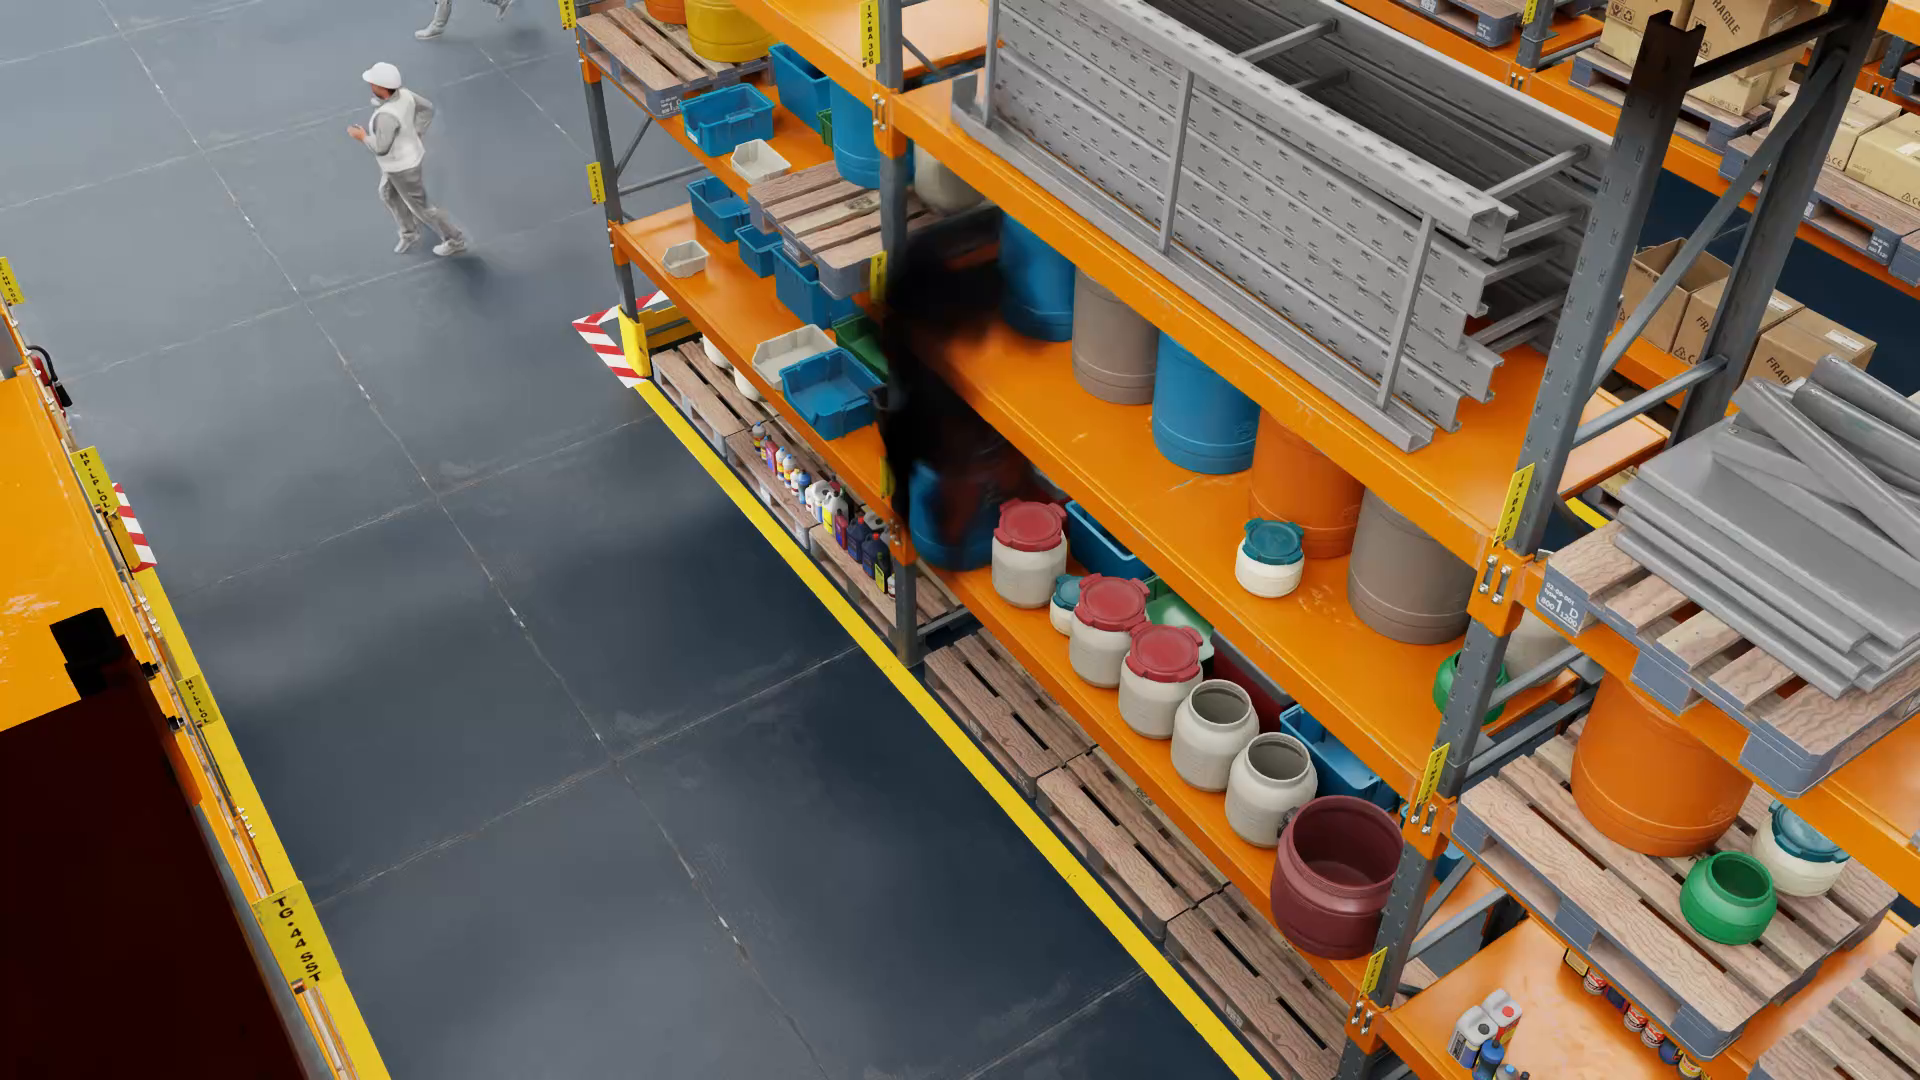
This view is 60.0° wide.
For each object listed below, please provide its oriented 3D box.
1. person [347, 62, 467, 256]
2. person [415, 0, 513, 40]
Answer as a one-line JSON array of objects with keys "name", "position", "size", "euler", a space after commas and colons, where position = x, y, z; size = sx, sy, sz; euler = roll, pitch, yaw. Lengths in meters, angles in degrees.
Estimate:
[{"name": "person", "position": [-4.626, -3.124, 13.854], "size": [0.770, 1.837, 0.630], "euler": [-2, 43, -3]}, {"name": "person", "position": [-5.185, -5.939, 16.928], "size": [1.046, 1.636, 0.627], "euler": [-8, 43, -8]}]
